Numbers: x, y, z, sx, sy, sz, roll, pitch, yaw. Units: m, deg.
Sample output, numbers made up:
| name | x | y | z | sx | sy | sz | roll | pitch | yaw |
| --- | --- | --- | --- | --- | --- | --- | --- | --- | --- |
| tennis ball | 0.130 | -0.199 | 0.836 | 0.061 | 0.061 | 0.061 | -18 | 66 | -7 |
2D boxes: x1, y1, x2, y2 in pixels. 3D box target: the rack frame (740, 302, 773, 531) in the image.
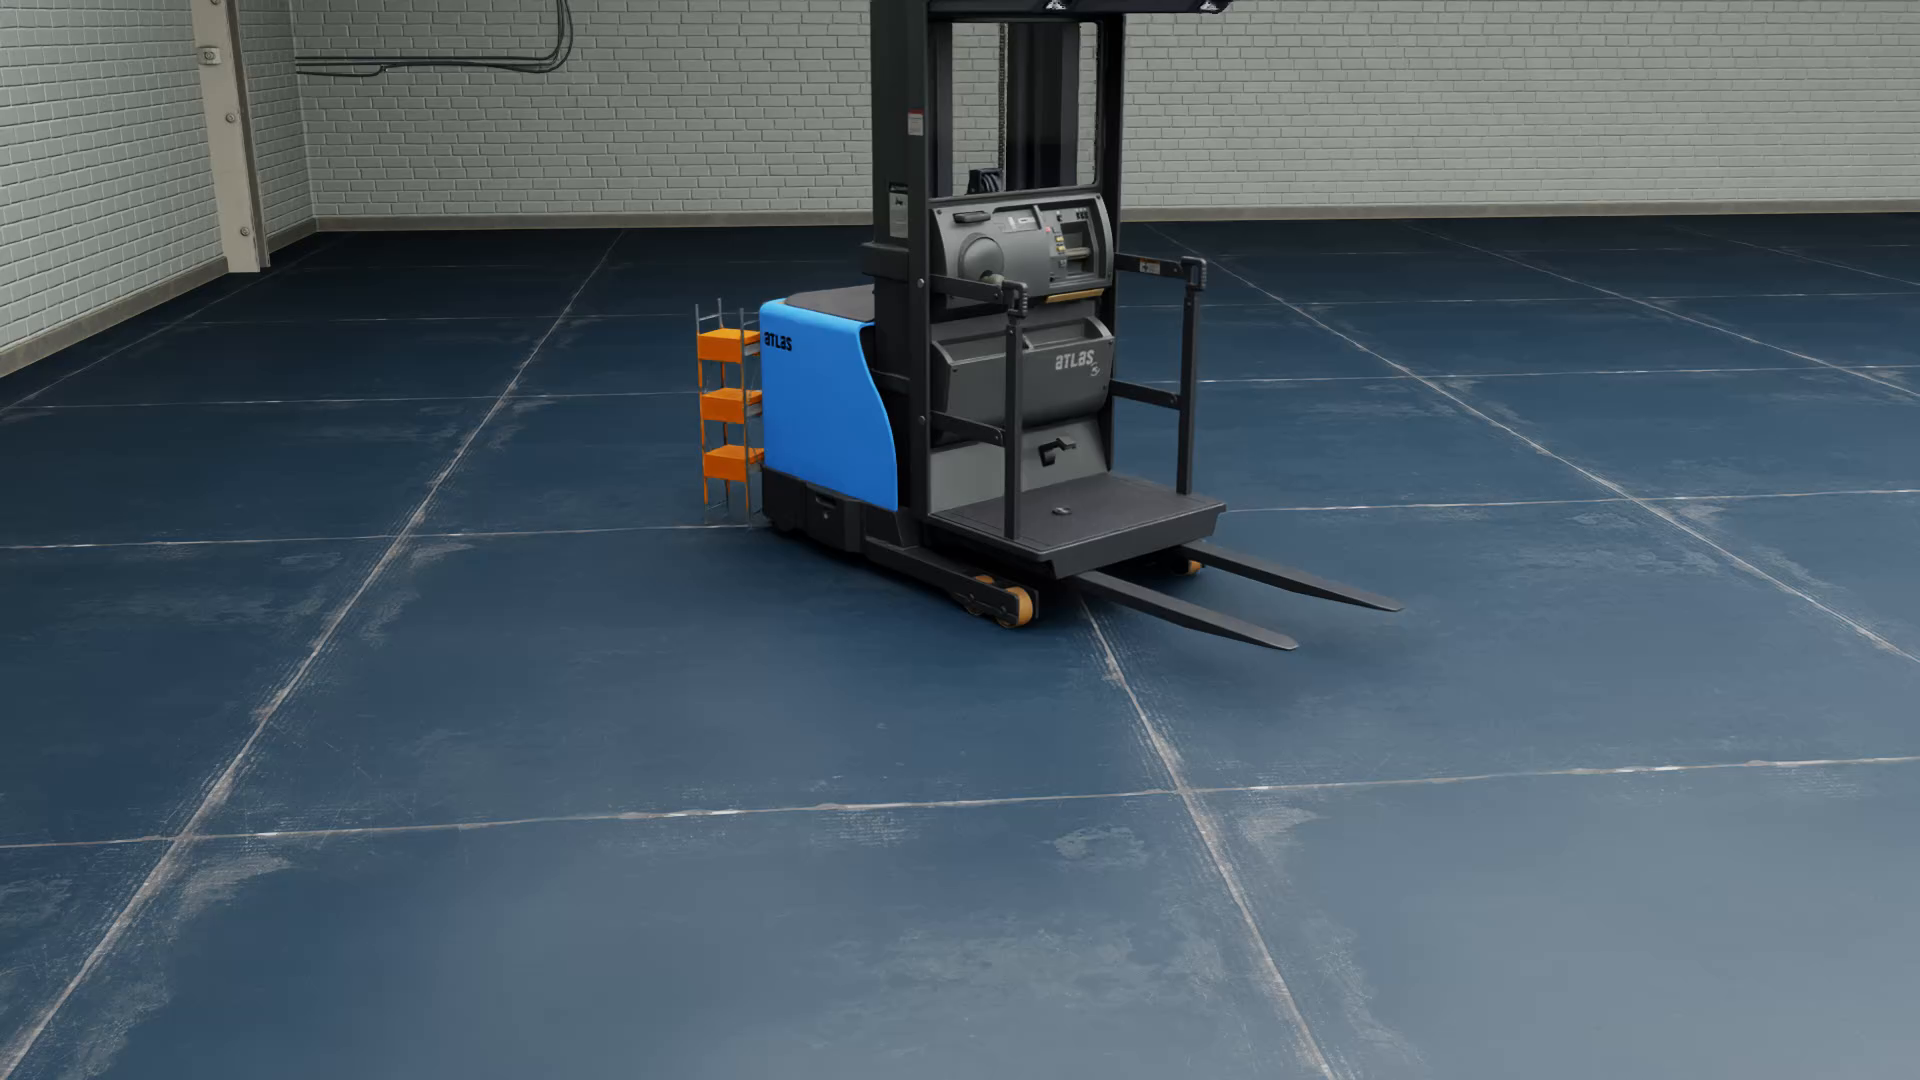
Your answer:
| name | x | y | z | sx | sy | sz | roll | pitch | yaw |
| --- | --- | --- | --- | --- | --- | --- | --- | --- | --- |
| rack frame | -0.946 | -0.569 | 7.737 | 0.008 | 1.050 | 0.200 | 8 | 19 | 25 |

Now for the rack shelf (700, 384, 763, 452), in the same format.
| name | x | y | z | sx | sy | sz | roll | pitch | yaw |
| --- | --- | --- | --- | --- | --- | --- | --- | --- | --- |
| rack shelf | -1.056 | -0.575 | 7.792 | 0.240 | 0.259 | 0.215 | 8 | 19 | 25 |

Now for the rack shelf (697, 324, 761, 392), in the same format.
| name | x | y | z | sx | sy | sz | roll | pitch | yaw |
| --- | --- | --- | --- | --- | --- | --- | --- | --- | --- |
| rack shelf | -1.056 | -0.846 | 7.707 | 0.240 | 0.259 | 0.215 | 8 | 19 | 25 |

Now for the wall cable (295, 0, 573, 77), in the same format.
| name | x | y | z | sx | sy | sz | roll | pitch | yaw |
| --- | --- | --- | --- | --- | --- | --- | --- | --- | --- |
| wall cable | -5.817 | -6.327 | 17.991 | 3.097 | 2.526 | 0.112 | -2 | 18 | -6 |

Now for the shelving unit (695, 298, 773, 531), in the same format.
| name | x | y | z | sx | sy | sz | roll | pitch | yaw |
| --- | --- | --- | --- | --- | --- | --- | --- | --- | --- |
| shelving unit | -1.056 | -0.585 | 7.789 | 0.252 | 1.050 | 0.215 | 8 | 19 | 25 |

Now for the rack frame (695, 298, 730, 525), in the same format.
| name | x | y | z | sx | sy | sz | roll | pitch | yaw |
| --- | --- | --- | --- | --- | --- | --- | --- | --- | --- |
| rack frame | -1.165 | -0.601 | 7.840 | 0.008 | 1.050 | 0.200 | 8 | 19 | 25 |

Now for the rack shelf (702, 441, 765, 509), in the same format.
| name | x | y | z | sx | sy | sz | roll | pitch | yaw |
| --- | --- | --- | --- | --- | --- | --- | --- | --- | --- |
| rack shelf | -1.056 | -0.310 | 7.875 | 0.240 | 0.259 | 0.215 | 8 | 19 | 25 |

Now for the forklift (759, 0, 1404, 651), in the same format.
| name | x | y | z | sx | sy | sz | roll | pitch | yaw |
| --- | --- | --- | --- | --- | --- | --- | --- | --- | --- |
| forklift | 0.408 | -1.218 | 6.663 | 1.130 | 2.935 | 3.031 | -14 | 22 | -38 |

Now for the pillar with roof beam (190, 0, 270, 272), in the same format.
| name | x | y | z | sx | sy | sz | roll | pitch | yaw |
| --- | --- | --- | --- | --- | --- | --- | --- | --- | --- |
| pillar with roof beam | -2.546 | -7.023 | 15.024 | 9.100 | 9.000 | 0.400 | -2 | 18 | -6 |
